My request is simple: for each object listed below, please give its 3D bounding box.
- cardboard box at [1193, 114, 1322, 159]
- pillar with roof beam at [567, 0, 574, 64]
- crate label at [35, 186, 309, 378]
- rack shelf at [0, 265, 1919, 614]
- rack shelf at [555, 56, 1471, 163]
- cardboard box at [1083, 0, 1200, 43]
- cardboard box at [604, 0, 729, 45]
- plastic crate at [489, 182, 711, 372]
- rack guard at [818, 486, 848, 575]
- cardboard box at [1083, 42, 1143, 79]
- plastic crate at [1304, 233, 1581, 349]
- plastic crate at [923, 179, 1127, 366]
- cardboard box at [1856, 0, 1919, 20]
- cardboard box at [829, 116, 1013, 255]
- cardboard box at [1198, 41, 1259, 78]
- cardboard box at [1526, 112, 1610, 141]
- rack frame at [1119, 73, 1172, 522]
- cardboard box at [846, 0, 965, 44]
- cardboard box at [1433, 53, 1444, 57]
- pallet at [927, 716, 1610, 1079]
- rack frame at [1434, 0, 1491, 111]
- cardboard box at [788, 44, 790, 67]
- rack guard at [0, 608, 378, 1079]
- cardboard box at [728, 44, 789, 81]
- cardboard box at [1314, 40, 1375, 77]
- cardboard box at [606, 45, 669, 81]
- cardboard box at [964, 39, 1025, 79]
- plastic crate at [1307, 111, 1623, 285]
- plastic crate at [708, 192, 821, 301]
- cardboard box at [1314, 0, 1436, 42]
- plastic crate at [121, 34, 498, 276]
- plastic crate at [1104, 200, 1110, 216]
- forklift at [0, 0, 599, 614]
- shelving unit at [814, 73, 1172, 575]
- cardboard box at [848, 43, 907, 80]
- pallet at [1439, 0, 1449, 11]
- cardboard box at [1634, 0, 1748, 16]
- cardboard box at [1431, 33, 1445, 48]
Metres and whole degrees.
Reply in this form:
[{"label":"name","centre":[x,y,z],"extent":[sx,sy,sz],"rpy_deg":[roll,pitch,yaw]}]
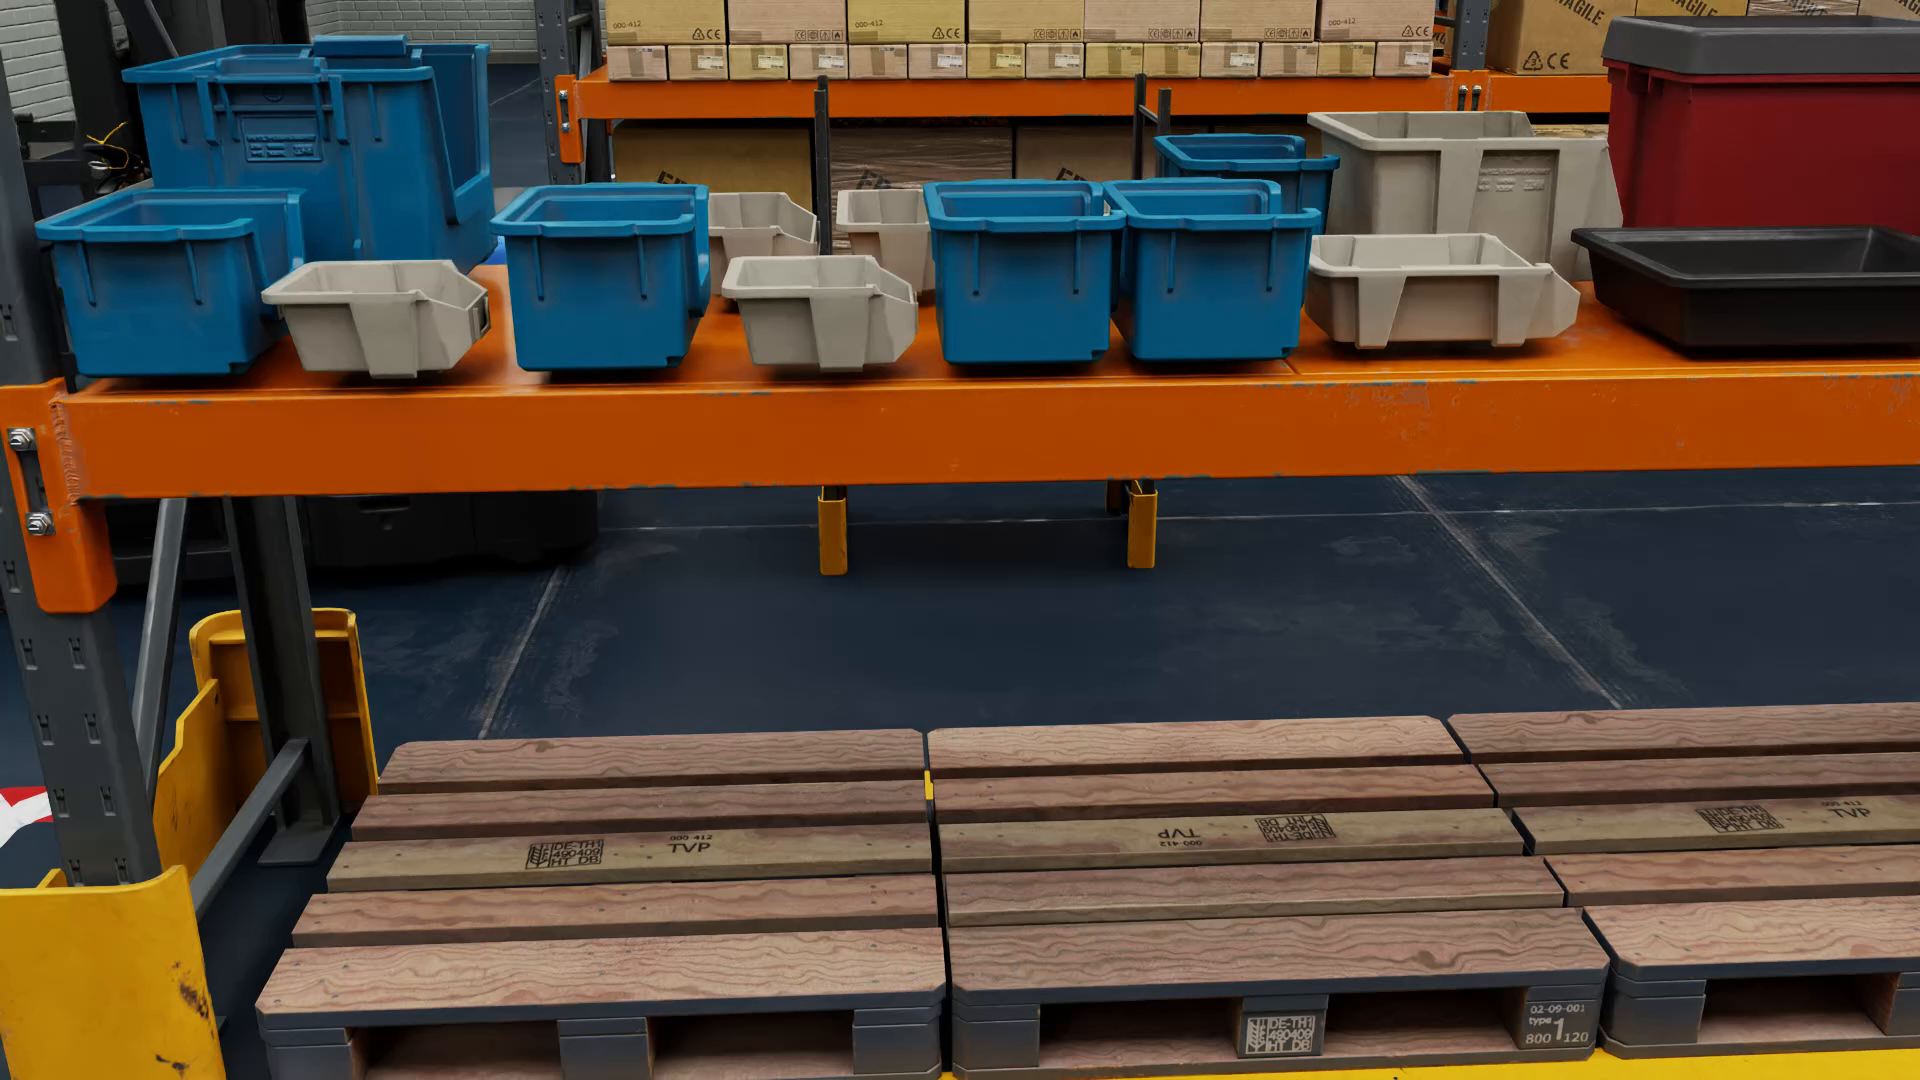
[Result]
[{"label":"cardboard box","centre":[1.563,-1.633,8.091],"extent":[0.875,0.875,0.875],"rpy_deg":[-1,21,-3]},{"label":"pillar with roof beam","centre":[-5.117,-9.157,17.025],"extent":[0.400,9.000,9.100],"rpy_deg":[-1,21,-3]},{"label":"crate label","centre":[-1.218,-0.412,2.638],"extent":[0.303,0.233,0.416],"rpy_deg":[-1,21,-3]},{"label":"rack shelf","centre":[0.513,-0.279,3.148],"extent":[4.000,0.370,1.077],"rpy_deg":[-1,21,-3]},{"label":"rack shelf","centre":[0.230,-2.038,7.769],"extent":[4.000,0.370,1.077],"rpy_deg":[-1,21,-3]},{"label":"cardboard box","centre":[0.775,-2.360,7.396],"extent":[0.500,0.250,0.500],"rpy_deg":[-1,21,-2]},{"label":"cardboard box","centre":[-1.272,-2.316,7.282],"extent":[0.500,0.250,0.500],"rpy_deg":[-2,21,-4]},{"label":"plastic crate","centre":[-0.561,-0.425,2.673],"extent":[0.300,0.233,0.416],"rpy_deg":[-1,21,-3]},{"label":"rack guard","centre":[-0.421,-0.108,5.554],"extent":[0.087,0.250,0.587],"rpy_deg":[-1,21,-3]},{"label":"cardboard box","centre":[0.658,-2.149,7.402],"extent":[0.250,0.149,0.380],"rpy_deg":[-1,21,-4]},{"label":"plastic crate","centre":[0.788,-0.418,2.789],"extent":[0.466,0.136,0.293],"rpy_deg":[-1,21,-3]},{"label":"plastic crate","centre":[0.096,-0.439,2.709],"extent":[0.300,0.233,0.416],"rpy_deg":[-1,21,-3]},{"label":"cardboard box","centre":[4.218,-2.415,7.608],"extent":[0.500,0.500,0.500],"rpy_deg":[-1,21,-2]},{"label":"cardboard box","centre":[-0.224,-1.597,7.995],"extent":[0.875,0.875,0.875],"rpy_deg":[-1,21,-3]},{"label":"cardboard box","centre":[1.171,-2.159,7.429],"extent":[0.250,0.149,0.380],"rpy_deg":[-1,21,-2]},{"label":"cardboard box","centre":[2.865,-1.638,8.104],"extent":[0.875,0.875,1.225],"rpy_deg":[-1,21,-3]},{"label":"rack frame","centre":[0.593,-0.713,5.386],"extent":[0.032,1.500,0.500],"rpy_deg":[-1,21,-3]},{"label":"cardboard box","centre":[-0.251,-2.338,7.339],"extent":[0.500,0.250,0.500],"rpy_deg":[-2,21,-5]},{"label":"cardboard box","centre":[3.838,-3.499,12.464],"extent":[0.500,0.250,0.500],"rpy_deg":[0,21,-1]},{"label":"pallet","centre":[0.557,0.702,3.479],"extent":[1.213,0.211,1.003],"rpy_deg":[-1,21,-3]},{"label":"rack frame","centre":[2.227,-2.415,7.748],"extent":[0.127,3.000,1.000],"rpy_deg":[-1,21,-3]},{"label":"cardboard box","centre":[-0.918,-2.351,7.933],"extent":[0.250,0.149,0.380],"rpy_deg":[-1,21,-3]},{"label":"rack guard","centre":[-1.507,0.599,3.345],"extent":[0.348,0.500,1.175],"rpy_deg":[-1,21,-3]},{"label":"cardboard box","centre":[-0.882,-2.117,7.319],"extent":[0.250,0.149,0.380],"rpy_deg":[-2,21,-4]},{"label":"cardboard box","centre":[1.684,-2.169,7.457],"extent":[0.250,0.149,0.380],"rpy_deg":[-1,21,-2]},{"label":"cardboard box","centre":[-1.393,-2.106,7.290],"extent":[0.250,0.149,0.380],"rpy_deg":[-1,21,-2]},{"label":"cardboard box","centre":[0.142,-2.138,7.373],"extent":[0.250,0.149,0.380],"rpy_deg":[-2,21,-4]},{"label":"plastic crate","centre":[0.975,-0.662,3.227],"extent":[0.530,0.282,0.437],"rpy_deg":[-1,21,-3]},{"label":"plastic crate","centre":[-0.390,-0.561,3.164],"extent":[0.243,0.136,0.396],"rpy_deg":[-1,21,-3]},{"label":"cardboard box","centre":[1.801,-2.382,7.453],"extent":[0.500,0.250,0.500],"rpy_deg":[-2,21,-4]},{"label":"plastic crate","centre":[-1.160,-0.692,3.088],"extent":[0.499,0.435,0.616],"rpy_deg":[-1,21,-3]},{"label":"plastic crate","centre":[0.181,-0.587,3.235],"extent":[0.250,0.136,0.298],"rpy_deg":[-1,21,-3]},{"label":"forklift","centre":[-2.760,-1.351,5.049],"extent":[3.031,2.935,1.130],"rpy_deg":[-5,21,-12]},{"label":"shelving unit","centre":[0.076,-0.702,5.358],"extent":[1.083,1.500,0.587],"rpy_deg":[-1,21,-3]},{"label":"cardboard box","centre":[-0.367,-2.128,7.347],"extent":[0.250,0.149,0.380],"rpy_deg":[-2,21,-4]},{"label":"pallet","centre":[4.064,-4.116,12.485],"extent":[1.213,0.211,1.003],"rpy_deg":[-1,21,-3]},{"label":"cardboard box","centre":[3.202,-2.393,7.549],"extent":[0.500,0.500,0.500],"rpy_deg":[-1,21,-3]},{"label":"cardboard box","centre":[4.960,-5.235,17.552],"extent":[0.875,0.875,0.875],"rpy_deg":[-1,21,-4]}]
